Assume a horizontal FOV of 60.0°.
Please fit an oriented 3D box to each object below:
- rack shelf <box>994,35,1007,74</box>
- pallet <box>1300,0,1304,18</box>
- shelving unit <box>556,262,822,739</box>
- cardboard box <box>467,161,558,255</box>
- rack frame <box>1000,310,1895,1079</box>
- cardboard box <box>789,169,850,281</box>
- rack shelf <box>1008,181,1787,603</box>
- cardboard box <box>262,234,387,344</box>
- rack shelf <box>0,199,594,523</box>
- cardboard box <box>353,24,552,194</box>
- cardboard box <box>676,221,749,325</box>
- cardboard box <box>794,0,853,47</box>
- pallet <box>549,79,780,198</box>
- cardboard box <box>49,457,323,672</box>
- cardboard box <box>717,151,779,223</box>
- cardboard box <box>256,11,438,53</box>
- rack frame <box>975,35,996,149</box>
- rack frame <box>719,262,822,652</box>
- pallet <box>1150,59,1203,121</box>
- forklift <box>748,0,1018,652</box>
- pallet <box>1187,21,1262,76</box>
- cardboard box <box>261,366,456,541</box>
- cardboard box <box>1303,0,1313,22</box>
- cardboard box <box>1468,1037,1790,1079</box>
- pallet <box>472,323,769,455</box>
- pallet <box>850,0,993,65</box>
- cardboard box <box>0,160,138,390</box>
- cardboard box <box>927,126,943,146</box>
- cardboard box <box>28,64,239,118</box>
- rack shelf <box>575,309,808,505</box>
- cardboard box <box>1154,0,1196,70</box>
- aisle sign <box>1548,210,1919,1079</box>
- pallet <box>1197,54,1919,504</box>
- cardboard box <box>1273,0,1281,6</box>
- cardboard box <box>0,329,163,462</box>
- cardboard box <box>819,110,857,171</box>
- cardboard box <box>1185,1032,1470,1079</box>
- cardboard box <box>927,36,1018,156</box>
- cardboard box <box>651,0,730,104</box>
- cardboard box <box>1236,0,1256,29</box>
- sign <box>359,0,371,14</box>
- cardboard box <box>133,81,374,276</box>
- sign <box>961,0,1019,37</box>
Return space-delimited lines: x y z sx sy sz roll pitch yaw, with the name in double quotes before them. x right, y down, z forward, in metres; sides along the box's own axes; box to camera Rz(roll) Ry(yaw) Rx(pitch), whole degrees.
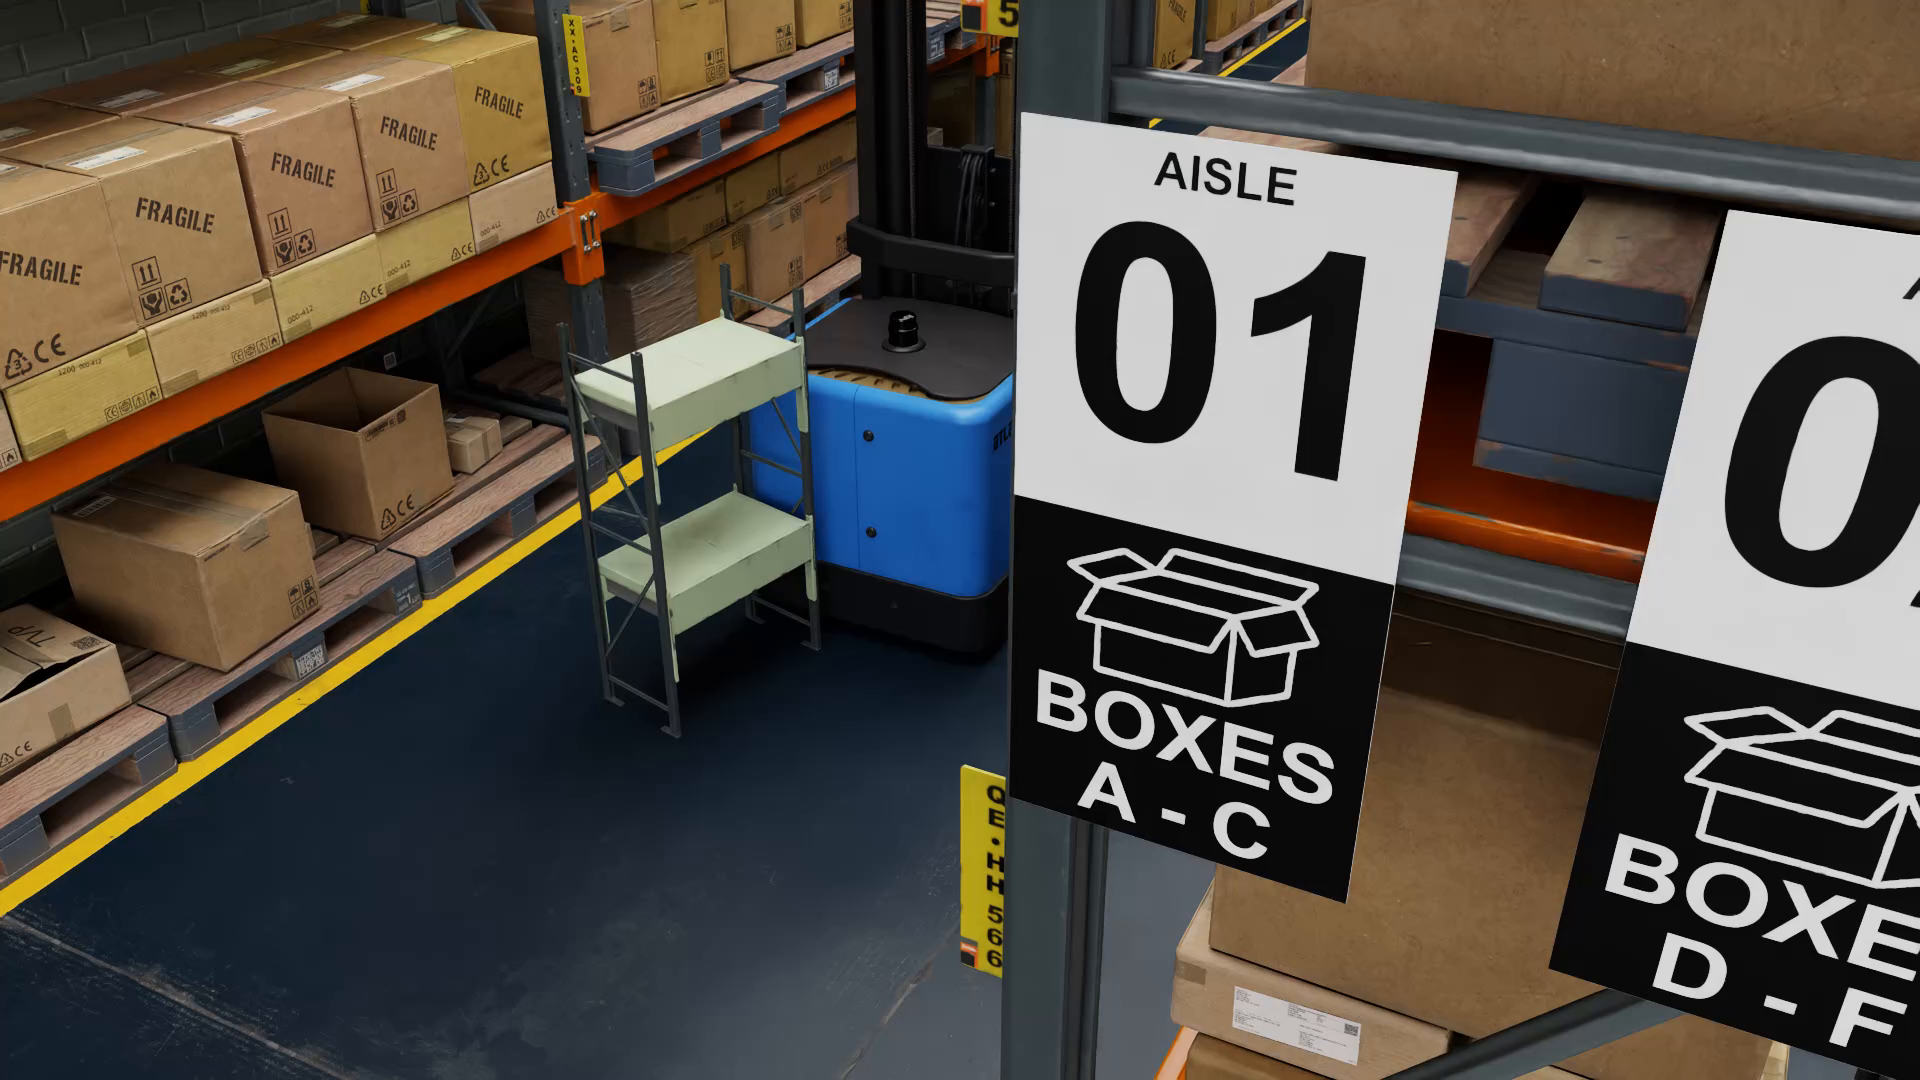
"rack shelf" 0.667 -4.082 12.069 1.077 0.370 4.000 14 33 23
"pallet" 3.106 -5.472 16.568 1.003 0.211 1.213 14 33 23
"shelving unit" -0.935 -0.140 5.989 0.431 1.500 0.755 22 37 33
"cardboard box" -2.012 -1.399 6.804 0.500 0.250 0.500 14 33 23
"rack frame" 0.523 1.161 2.216 1.000 3.000 0.127 14 33 23
"cardboard box" -1.065 -1.854 9.535 0.700 0.500 0.500 14 33 23
"rack shelf" 1.434 -0.714 3.192 1.077 0.370 4.000 14 33 23
"cardboard box" -2.462 -0.953 6.029 0.500 0.250 0.500 14 33 23
"rack shelf" -2.977 -0.535 5.893 1.077 0.370 4.000 14 33 23
"cardboard box" -2.006 -1.723 6.616 0.500 0.500 0.500 14 33 23
"cardboard box" -1.555 -1.411 8.764 0.700 0.500 0.500 14 33 22
"cardboard box" -0.997 -2.973 8.874 0.700 0.500 0.500 14 33 23
"pallet" -1.588 -1.957 7.838 1.003 0.211 1.213 14 33 23
"cardboard box" -2.855 0.079 6.168 0.700 0.500 0.500 12 32 20
"cardboard box" -1.314 -1.924 8.903 0.500 0.250 0.500 13 32 22
"cardboard box" -2.466 -1.842 6.823 0.500 0.500 0.500 14 33 22
"rack frame" -0.244 -3.507 10.345 1.000 3.000 0.127 14 33 23
"rack frame" -0.703 -0.281 6.234 0.400 1.500 0.023 22 37 33
"pallet" 1.294 -3.712 13.502 1.003 0.211 1.213 14 33 23
"forklift" 0.279 -1.552 7.010 1.130 2.935 3.031 14 33 23
"pallet" 1.994 -4.391 14.684 1.003 0.211 1.213 14 33 23
"cardboard box" -2.503 -0.372 6.953 0.500 0.500 0.500 12 32 20
"cardboard box" 0.813 -0.888 2.360 0.500 0.250 0.500 14 33 23
"cardboard box" 0.894 0.712 2.247 0.380 0.149 0.250 14 33 23
"pallet" -1.713 -0.870 8.554 1.003 0.211 1.213 14 33 23
"pallet" -0.474 -3.084 9.801 1.213 0.211 1.003 14 33 23
"cardboard box" -2.928 -0.818 5.039 0.500 0.500 0.500 13 32 22
"cardboard box" -0.525 -2.283 10.282 0.700 0.500 0.500 15 33 24
"cardboard box" -2.937 -1.394 6.042 0.500 0.500 0.500 15 33 25
"rack shelf" -0.935 -0.479 5.794 0.431 0.370 0.720 22 37 33
"cardboard box" 1.398 -4.213 13.311 0.750 0.750 0.750 15 33 24
"aisle sign" 0.766 0.133 1.396 0.394 0.787 0.004 14 33 23
"pallet" 0.868 -0.409 2.026 1.003 0.211 1.213 14 33 23
"cardboard box" 2.714 -5.374 15.684 0.700 0.500 0.500 13 32 22
"cardboard box" -2.922 -0.507 5.251 0.500 0.250 0.500 14 33 23
"cardboard box" -0.841 -2.370 9.680 0.500 0.250 0.500 15 33 24
"cardboard box" 0.747 0.914 2.546 0.700 0.500 0.500 14 33 23
"cardboard box" 0.208 -3.053 11.292 0.750 0.750 0.750 14 33 23
"cardboard box" -1.543 -2.432 7.931 0.700 0.500 0.500 18 34 28
"cardboard box" 2.242 -4.909 14.875 0.700 0.500 0.500 14 33 23
"sign" -2.562 -2.360 7.186 0.100 0.325 0.005 14 33 23
"cardboard box" -2.467 -1.280 5.844 0.500 0.500 0.500 13 32 22
"sign" 0.047 -0.618 1.493 0.100 0.325 0.005 14 33 23
